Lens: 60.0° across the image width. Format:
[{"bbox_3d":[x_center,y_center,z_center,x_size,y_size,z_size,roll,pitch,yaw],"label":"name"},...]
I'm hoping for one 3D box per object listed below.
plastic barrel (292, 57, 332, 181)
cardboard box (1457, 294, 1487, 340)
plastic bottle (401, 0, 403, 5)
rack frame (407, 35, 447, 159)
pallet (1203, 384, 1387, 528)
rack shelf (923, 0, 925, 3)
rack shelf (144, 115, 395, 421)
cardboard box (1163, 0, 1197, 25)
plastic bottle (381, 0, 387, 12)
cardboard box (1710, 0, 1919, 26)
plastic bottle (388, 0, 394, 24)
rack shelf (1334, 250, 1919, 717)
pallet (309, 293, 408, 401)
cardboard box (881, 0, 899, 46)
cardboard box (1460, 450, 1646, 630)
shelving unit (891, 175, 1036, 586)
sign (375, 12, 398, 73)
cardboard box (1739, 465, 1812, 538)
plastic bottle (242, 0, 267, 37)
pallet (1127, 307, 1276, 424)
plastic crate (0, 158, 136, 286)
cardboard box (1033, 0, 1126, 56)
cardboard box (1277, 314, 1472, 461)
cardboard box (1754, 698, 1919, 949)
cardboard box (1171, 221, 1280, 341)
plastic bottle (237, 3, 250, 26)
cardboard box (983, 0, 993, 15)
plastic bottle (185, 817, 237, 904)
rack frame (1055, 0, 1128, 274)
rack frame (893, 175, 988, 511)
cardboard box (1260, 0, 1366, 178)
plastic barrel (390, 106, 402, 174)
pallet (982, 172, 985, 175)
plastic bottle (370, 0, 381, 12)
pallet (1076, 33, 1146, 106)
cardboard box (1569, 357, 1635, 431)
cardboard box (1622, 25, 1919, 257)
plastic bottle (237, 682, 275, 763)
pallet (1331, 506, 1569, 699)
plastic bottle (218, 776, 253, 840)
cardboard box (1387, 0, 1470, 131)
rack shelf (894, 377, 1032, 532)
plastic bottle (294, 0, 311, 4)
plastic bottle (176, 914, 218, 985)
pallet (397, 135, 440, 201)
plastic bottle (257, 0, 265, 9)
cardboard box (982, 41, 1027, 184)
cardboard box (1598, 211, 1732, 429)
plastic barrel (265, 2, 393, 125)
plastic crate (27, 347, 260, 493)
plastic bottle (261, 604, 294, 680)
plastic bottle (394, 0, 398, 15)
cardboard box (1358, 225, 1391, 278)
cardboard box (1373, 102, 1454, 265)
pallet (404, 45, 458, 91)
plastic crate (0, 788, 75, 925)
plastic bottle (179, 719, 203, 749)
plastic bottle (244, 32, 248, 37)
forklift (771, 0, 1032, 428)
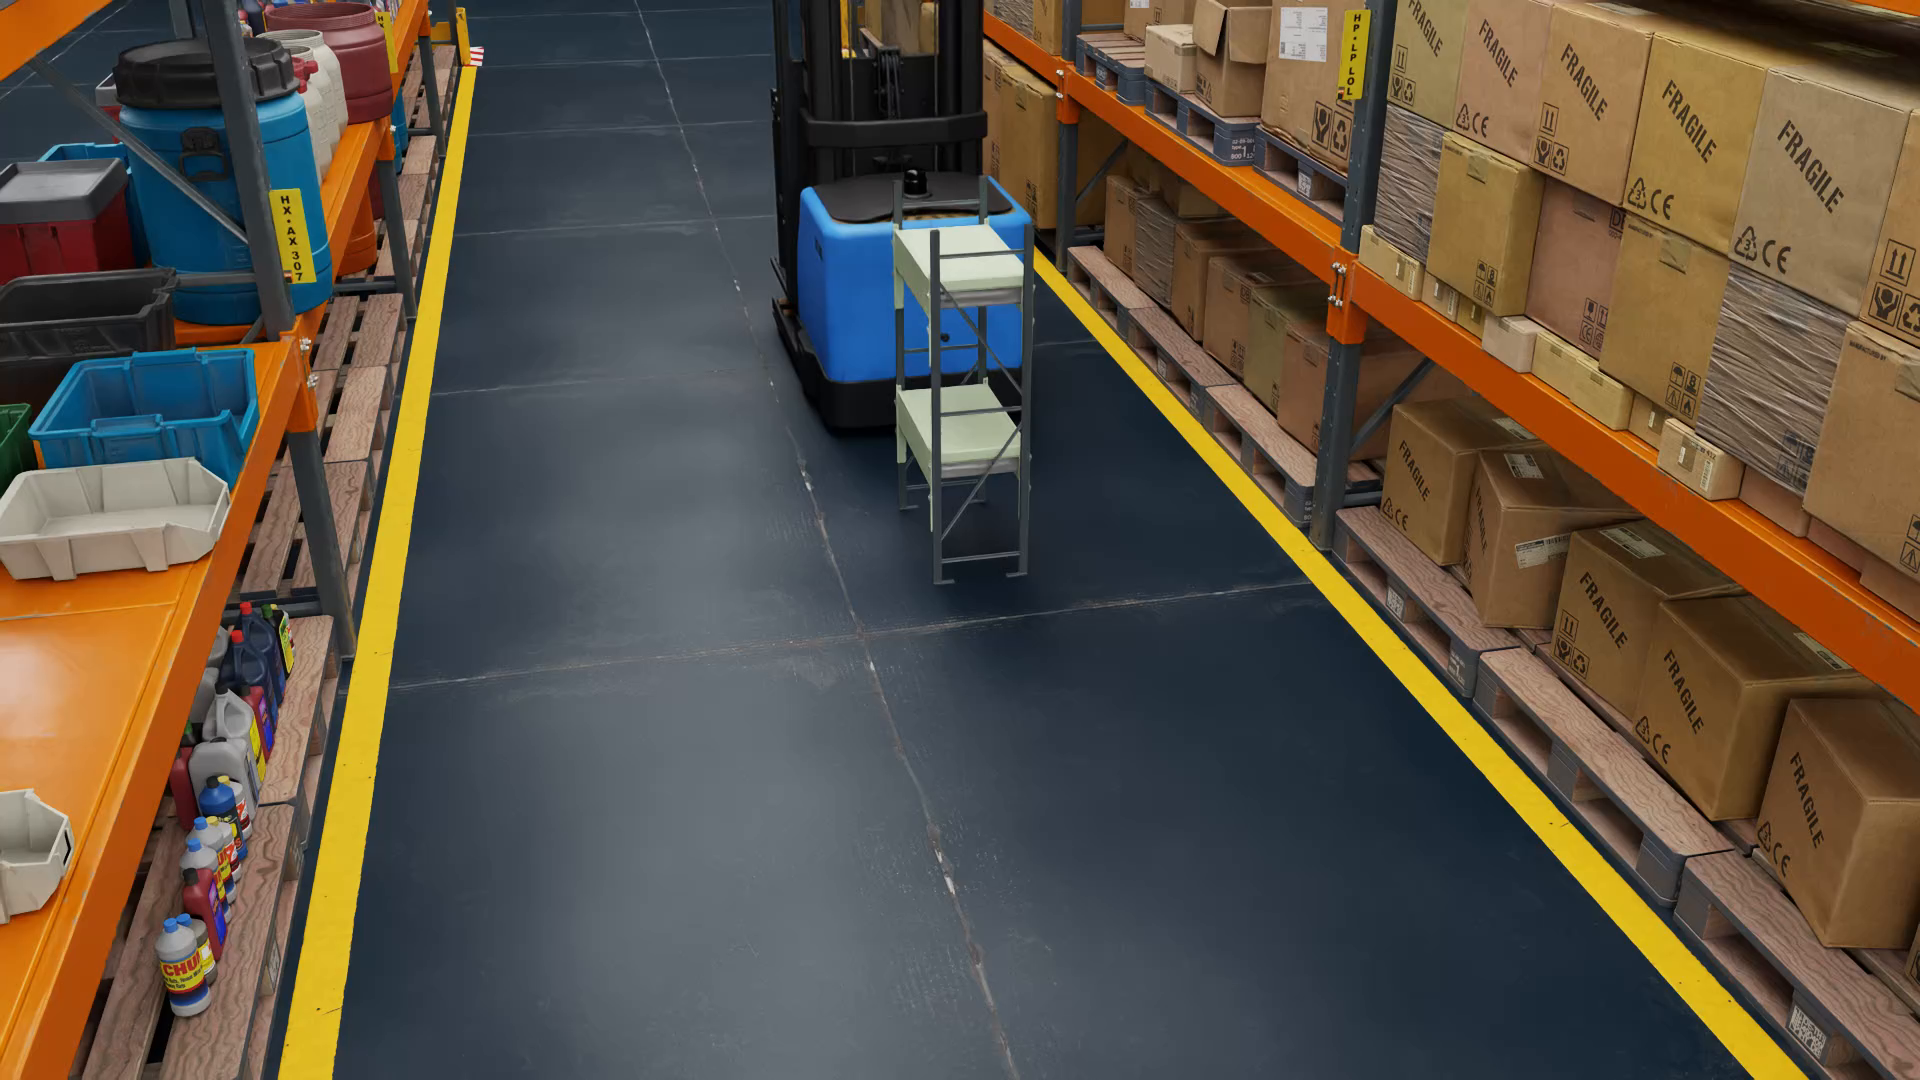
[{"bbox_3d":[-3.073,-1.872,7.479,0.433,0.535,0.433,0,27,0],"label":"plastic barrel"},{"bbox_3d":[1.965,-0.796,5.777,0.380,0.149,0.250,-6,27,-12],"label":"cardboard box"},{"bbox_3d":[-4.125,-4.013,12.009,0.152,0.276,0.135,-6,27,-12],"label":"plastic bottle"},{"bbox_3d":[-4.611,-4.369,12.577,1.000,3.000,0.127,-6,27,-12],"label":"rack frame"},{"bbox_3d":[1.840,-0.456,7.920,1.003,0.211,1.213,-6,27,-12],"label":"pallet"},{"bbox_3d":[-0.237,-5.429,15.475,1.077,0.370,4.000,-6,27,-12],"label":"rack shelf"},{"bbox_3d":[-3.259,-1.414,7.520,1.077,0.370,4.000,-6,27,-12],"label":"rack shelf"},{"bbox_3d":[1.499,-2.880,9.050,0.700,0.500,0.500,-2,27,-4],"label":"cardboard box"},{"bbox_3d":[-3.837,-3.493,10.896,0.144,0.351,0.185,-6,27,-12],"label":"plastic bottle"},{"bbox_3d":[2.612,-1.375,5.094,0.500,0.500,0.500,-6,27,-12],"label":"cardboard box"},{"bbox_3d":[-3.929,-3.631,11.252,0.152,0.276,0.135,-6,27,-12],"label":"plastic bottle"},{"bbox_3d":[2.468,-0.161,5.038,1.077,0.370,4.000,-6,27,-12],"label":"rack shelf"},{"bbox_3d":[-3.573,-1.024,9.044,1.003,0.211,1.213,-6,27,-12],"label":"pallet"},{"bbox_3d":[-0.260,-5.194,16.104,0.875,0.875,0.875,-6,27,-12],"label":"cardboard box"},{"bbox_3d":[2.205,-0.001,6.231,0.500,0.500,0.500,2,27,5],"label":"cardboard box"},{"bbox_3d":[0.002,-0.667,6.906,0.431,1.500,0.755,-6,27,-12],"label":"shelving unit"},{"bbox_3d":[-3.176,-2.745,9.178,0.100,0.325,0.005,-6,27,-12],"label":"sign"},{"bbox_3d":[2.355,-0.143,4.483,0.380,0.149,0.250,-6,27,-12],"label":"cardboard box"},{"bbox_3d":[-4.470,-3.301,10.516,0.144,0.351,0.185,-6,27,-12],"label":"plastic bottle"},{"bbox_3d":[1.562,-0.993,8.983,1.003,0.211,1.213,-6,27,-12],"label":"pallet"},{"bbox_3d":[-3.216,-1.067,5.964,0.402,0.464,0.583,-6,27,-12],"label":"plastic crate"},{"bbox_3d":[0.763,-3.352,10.451,0.500,0.500,0.500,-5,27,-10],"label":"cardboard box"},{"bbox_3d":[1.900,-0.712,7.617,0.700,0.500,0.500,-8,28,-16],"label":"cardboard box"},{"bbox_3d":[2.626,0.790,4.664,0.500,0.500,0.500,1,27,2],"label":"cardboard box"},{"bbox_3d":[1.558,-1.414,9.008,0.700,0.500,0.500,-4,27,-7],"label":"cardboard box"},{"bbox_3d":[-4.474,-3.197,10.384,0.061,0.283,0.133,-6,27,-12],"label":"plastic bottle"},{"bbox_3d":[0.422,-4.022,11.779,0.500,0.500,0.500,-5,27,-11],"label":"cardboard box"},{"bbox_3d":[-2.112,0.899,4.680,0.097,0.271,0.097,0,27,0],"label":"plastic bottle"},{"bbox_3d":[1.116,-3.116,10.094,1.000,3.000,0.127,-6,27,-12],"label":"rack frame"},{"bbox_3d":[-0.081,-0.827,7.225,0.400,1.500,0.023,-6,27,-12],"label":"rack frame"},{"bbox_3d":[1.974,-2.178,7.104,1.000,1.000,1.000,-6,27,-11],"label":"cardboard box"},{"bbox_3d":[-4.346,-3.068,11.862,0.600,0.901,0.708,-6,27,-12],"label":"plastic barrel"},{"bbox_3d":[0.740,-2.759,12.482,1.003,0.211,1.213,-6,27,-12],"label":"pallet"},{"bbox_3d":[-3.708,-3.295,10.579,0.061,0.283,0.133,-6,27,-12],"label":"plastic bottle"},{"bbox_3d":[1.380,-2.728,9.539,1.213,0.211,1.003,-6,27,-12],"label":"pallet"},{"bbox_3d":[2.123,-0.465,5.122,0.380,0.149,0.250,-6,27,-12],"label":"cardboard box"},{"bbox_3d":[2.221,-1.103,4.555,0.500,0.500,0.500,-6,27,-12],"label":"cardboard box"},{"bbox_3d":[-2.262,0.564,5.329,0.061,0.283,0.133,-4,27,-8],"label":"plastic bottle"},{"bbox_3d":[2.203,0.176,6.666,1.003,0.211,1.213,-6,27,-12],"label":"pallet"},{"bbox_3d":[-2.180,0.796,4.961,0.097,0.201,0.097,0,27,0],"label":"plastic bottle"},{"bbox_3d":[1.871,-1.760,5.858,0.500,0.500,0.500,-6,27,-12],"label":"cardboard box"},{"bbox_3d":[0.002,-0.376,7.053,0.431,0.370,0.720,-6,27,-12],"label":"rack shelf"},{"bbox_3d":[-4.521,-3.680,11.351,0.152,0.276,0.135,-6,27,-12],"label":"plastic bottle"},{"bbox_3d":[-2.035,1.079,4.401,0.097,0.201,0.097,0,27,0],"label":"plastic bottle"},{"bbox_3d":[-4.478,-2.781,12.525,1.003,0.211,1.213,-6,27,-12],"label":"pallet"},{"bbox_3d":[-4.487,-3.343,10.673,0.061,0.283,0.133,-6,27,-12],"label":"plastic bottle"},{"bbox_3d":[0.787,-3.052,11.859,1.225,0.875,0.875,-6,27,-11],"label":"cardboard box"},{"bbox_3d":[2.420,-0.677,4.822,0.875,0.500,0.500,-6,27,-12],"label":"cardboard box"},{"bbox_3d":[-3.310,-2.501,8.724,0.600,0.536,0.708,-6,27,-12],"label":"plastic barrel"},{"bbox_3d":[-2.295,-0.332,4.744,0.499,0.251,0.616,-6,27,-12],"label":"plastic crate"},{"bbox_3d":[-2.379,0.337,5.779,0.061,0.283,0.133,-5,27,-9],"label":"plastic bottle"},{"bbox_3d":[-4.012,-3.791,11.570,0.152,0.276,0.135,-6,27,-12],"label":"plastic bottle"},{"bbox_3d":[1.772,-1.123,6.424,0.380,0.149,0.250,-6,27,-12],"label":"cardboard box"},{"bbox_3d":[2.058,-1.333,6.122,0.875,0.500,0.500,-6,27,-12],"label":"cardboard box"},{"bbox_3d":[-5.365,-4.514,15.959,1.003,0.211,1.213,-6,27,-12],"label":"pallet"},{"bbox_3d":[-1.795,0.591,3.042,0.298,0.136,0.250,-6,27,-12],"label":"plastic crate"},{"bbox_3d":[-2.361,0.661,5.138,0.061,0.283,0.133,-6,27,-12],"label":"plastic bottle"},{"bbox_3d":[-4.387,-3.026,10.136,0.097,0.201,0.097,0,27,0],"label":"plastic bottle"},{"bbox_3d":[-0.475,-2.501,8.953,1.130,2.935,3.031,-6,27,-12],"label":"forklift"}]
